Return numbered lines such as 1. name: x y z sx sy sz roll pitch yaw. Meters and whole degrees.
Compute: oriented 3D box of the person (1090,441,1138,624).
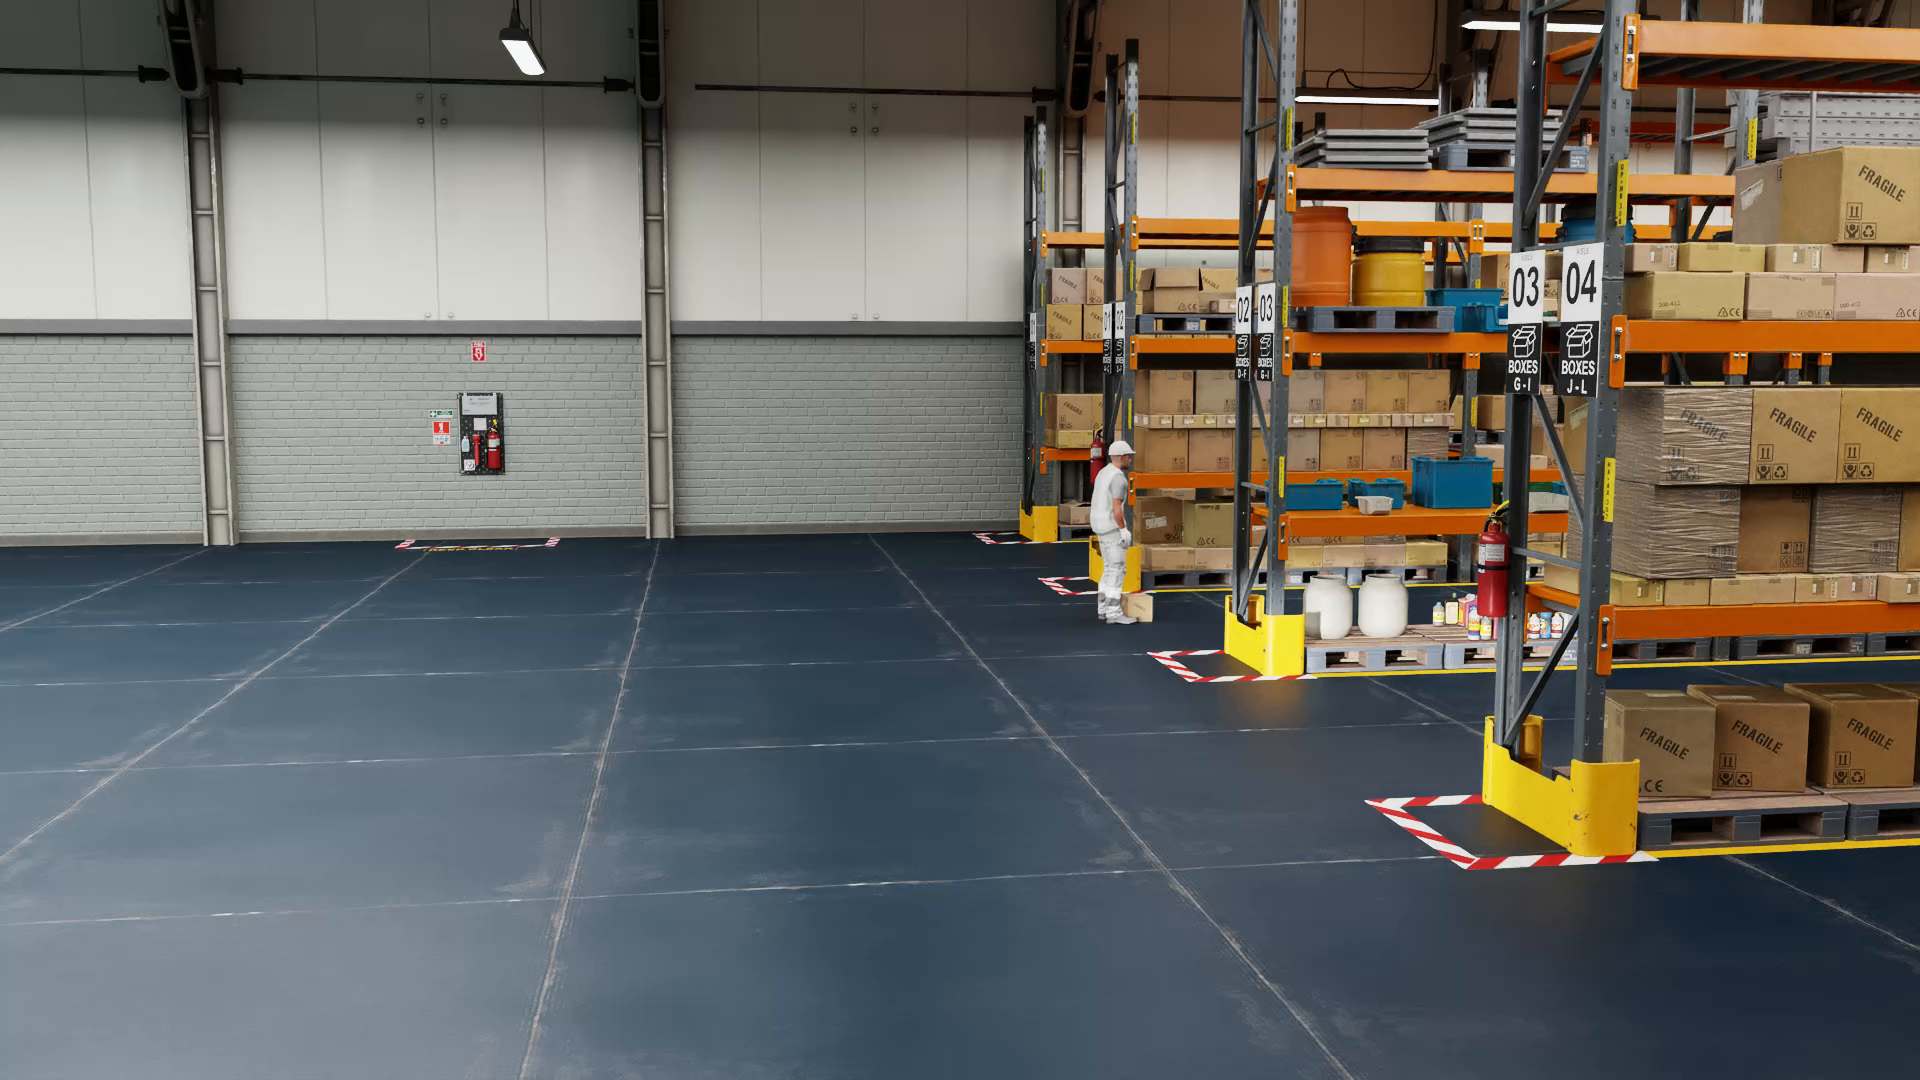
1. person: 1.524 -0.086 16.403 0.446 1.780 0.620 -1 7 -12
